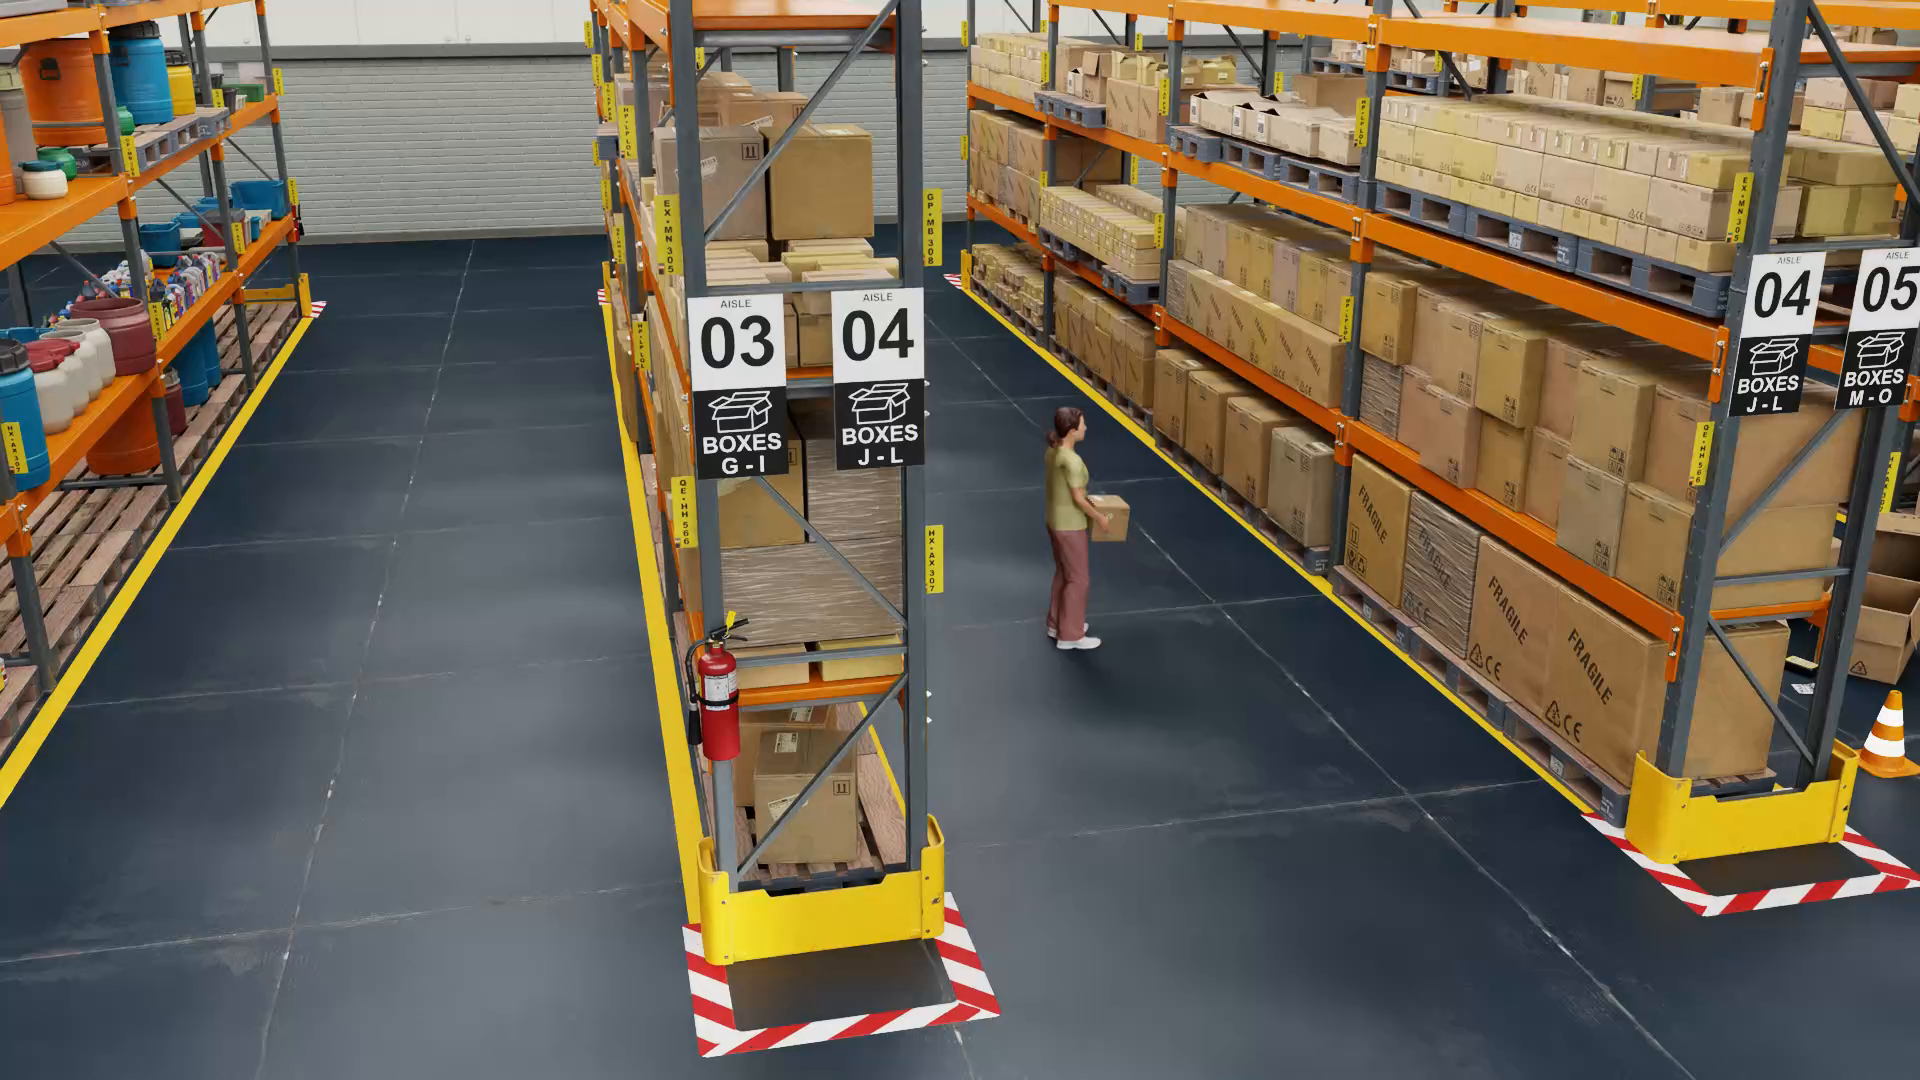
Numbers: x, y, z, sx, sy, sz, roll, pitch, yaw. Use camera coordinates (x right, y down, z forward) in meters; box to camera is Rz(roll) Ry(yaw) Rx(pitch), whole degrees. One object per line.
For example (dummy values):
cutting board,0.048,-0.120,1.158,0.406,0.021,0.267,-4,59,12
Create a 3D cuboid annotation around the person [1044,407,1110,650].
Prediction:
person,0.779,-0.096,11.337,0.452,1.675,0.466,-5,20,-13
